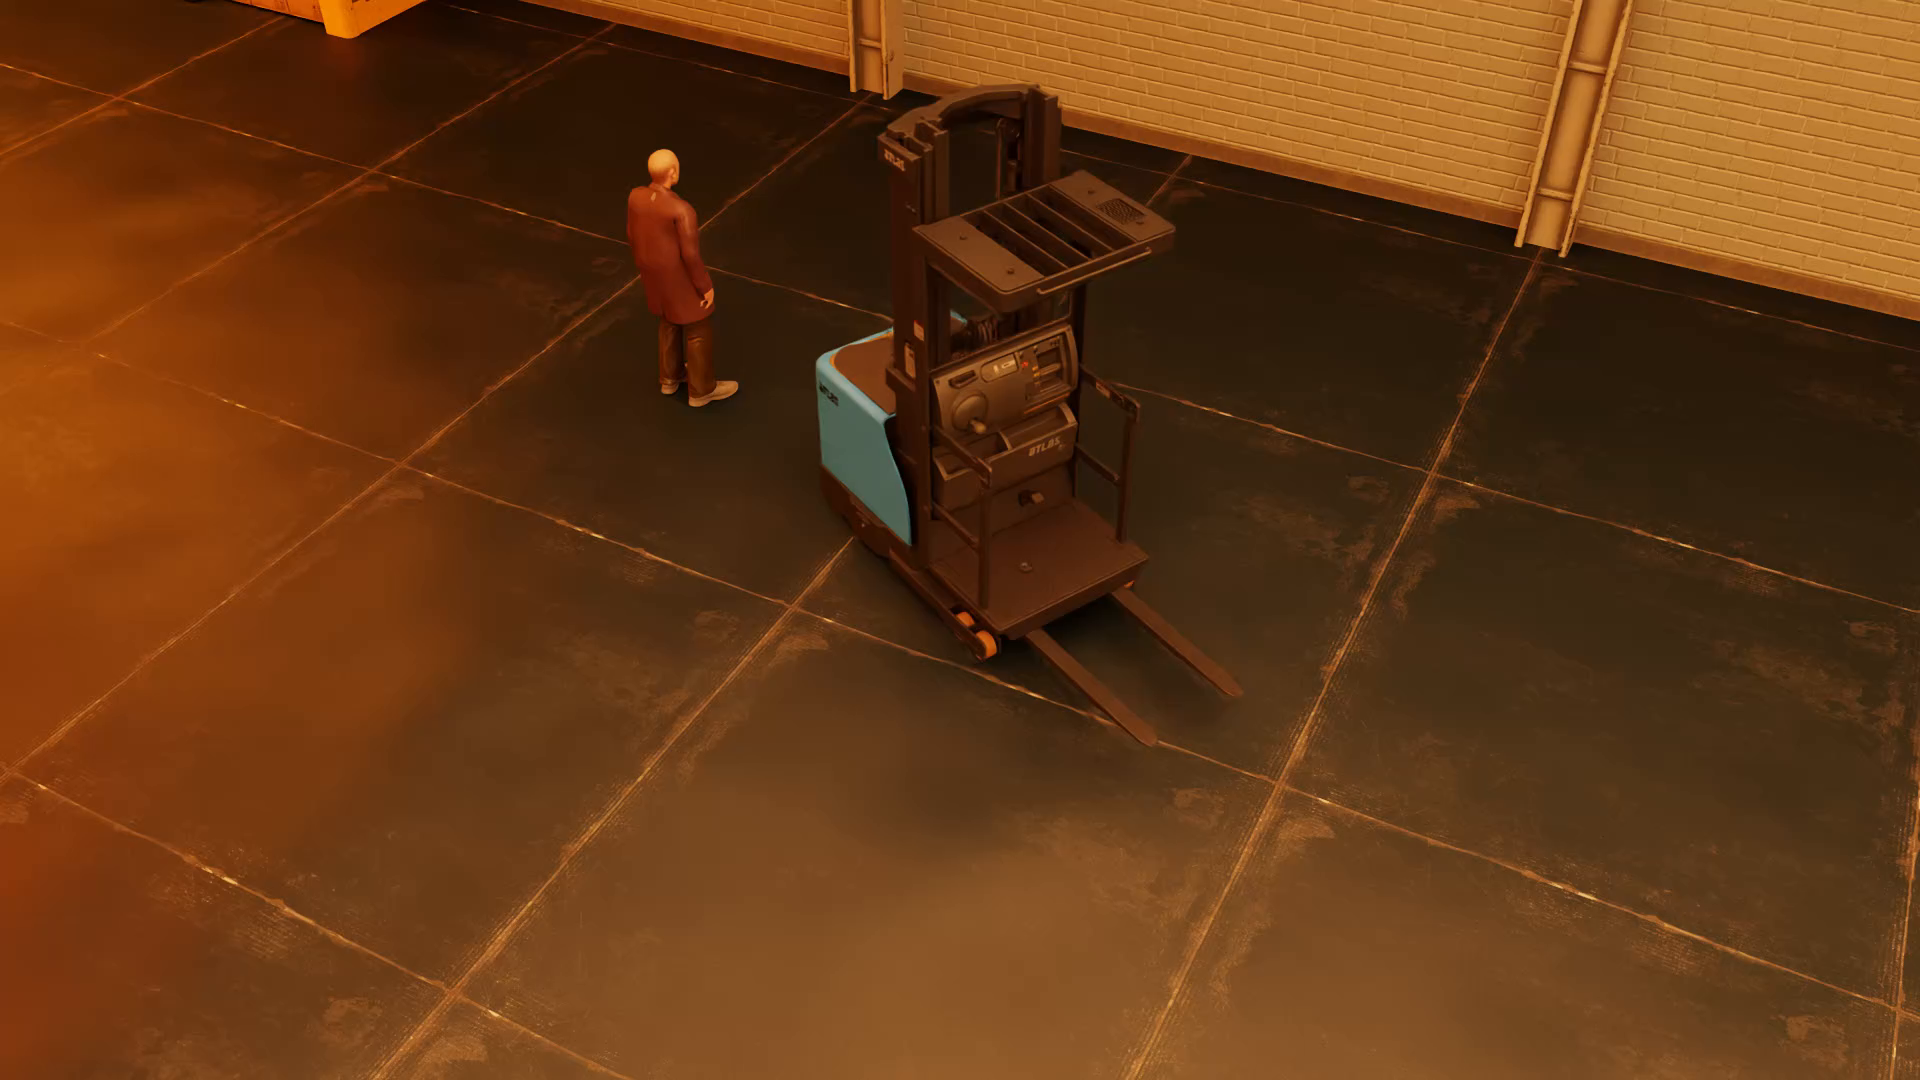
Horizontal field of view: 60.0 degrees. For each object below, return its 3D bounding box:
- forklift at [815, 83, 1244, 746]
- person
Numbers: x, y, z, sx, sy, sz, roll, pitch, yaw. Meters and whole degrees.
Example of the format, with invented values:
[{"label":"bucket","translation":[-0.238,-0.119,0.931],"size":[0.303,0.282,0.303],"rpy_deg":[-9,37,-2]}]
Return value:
[{"label":"forklift","translation":[0.380,-0.798,8.934],"size":[1.130,2.935,3.031],"rpy_deg":[-25,46,-26]},{"label":"person","translation":[-1.875,-1.722,10.931],"size":[0.644,1.772,0.430],"rpy_deg":[26,46,27]}]
